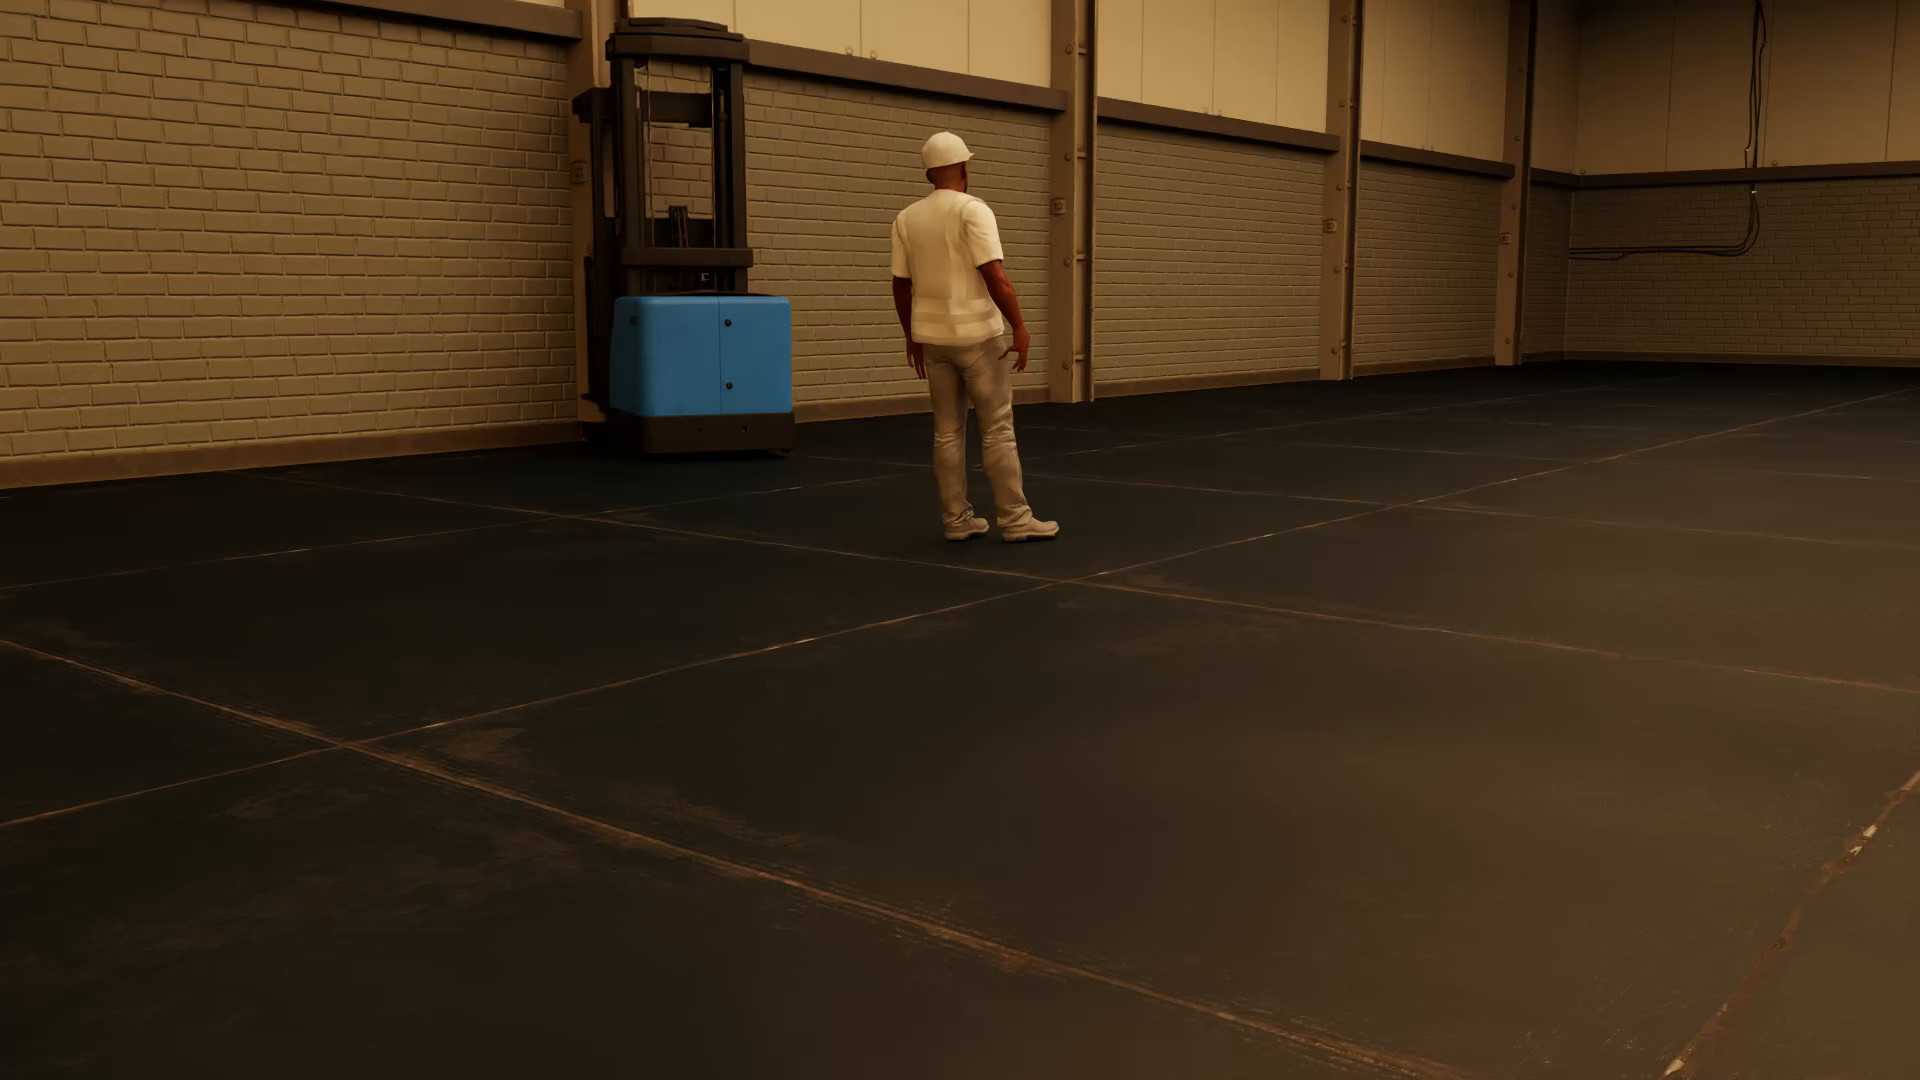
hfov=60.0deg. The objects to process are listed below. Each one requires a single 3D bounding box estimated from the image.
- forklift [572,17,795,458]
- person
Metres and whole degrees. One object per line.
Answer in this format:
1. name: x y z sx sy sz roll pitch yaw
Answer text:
1. forklift: -2.152 -2.160 12.045 1.130 2.935 3.031 -4 9 -23
2. person: 0.049 -0.885 7.327 0.665 1.762 0.575 7 11 38
